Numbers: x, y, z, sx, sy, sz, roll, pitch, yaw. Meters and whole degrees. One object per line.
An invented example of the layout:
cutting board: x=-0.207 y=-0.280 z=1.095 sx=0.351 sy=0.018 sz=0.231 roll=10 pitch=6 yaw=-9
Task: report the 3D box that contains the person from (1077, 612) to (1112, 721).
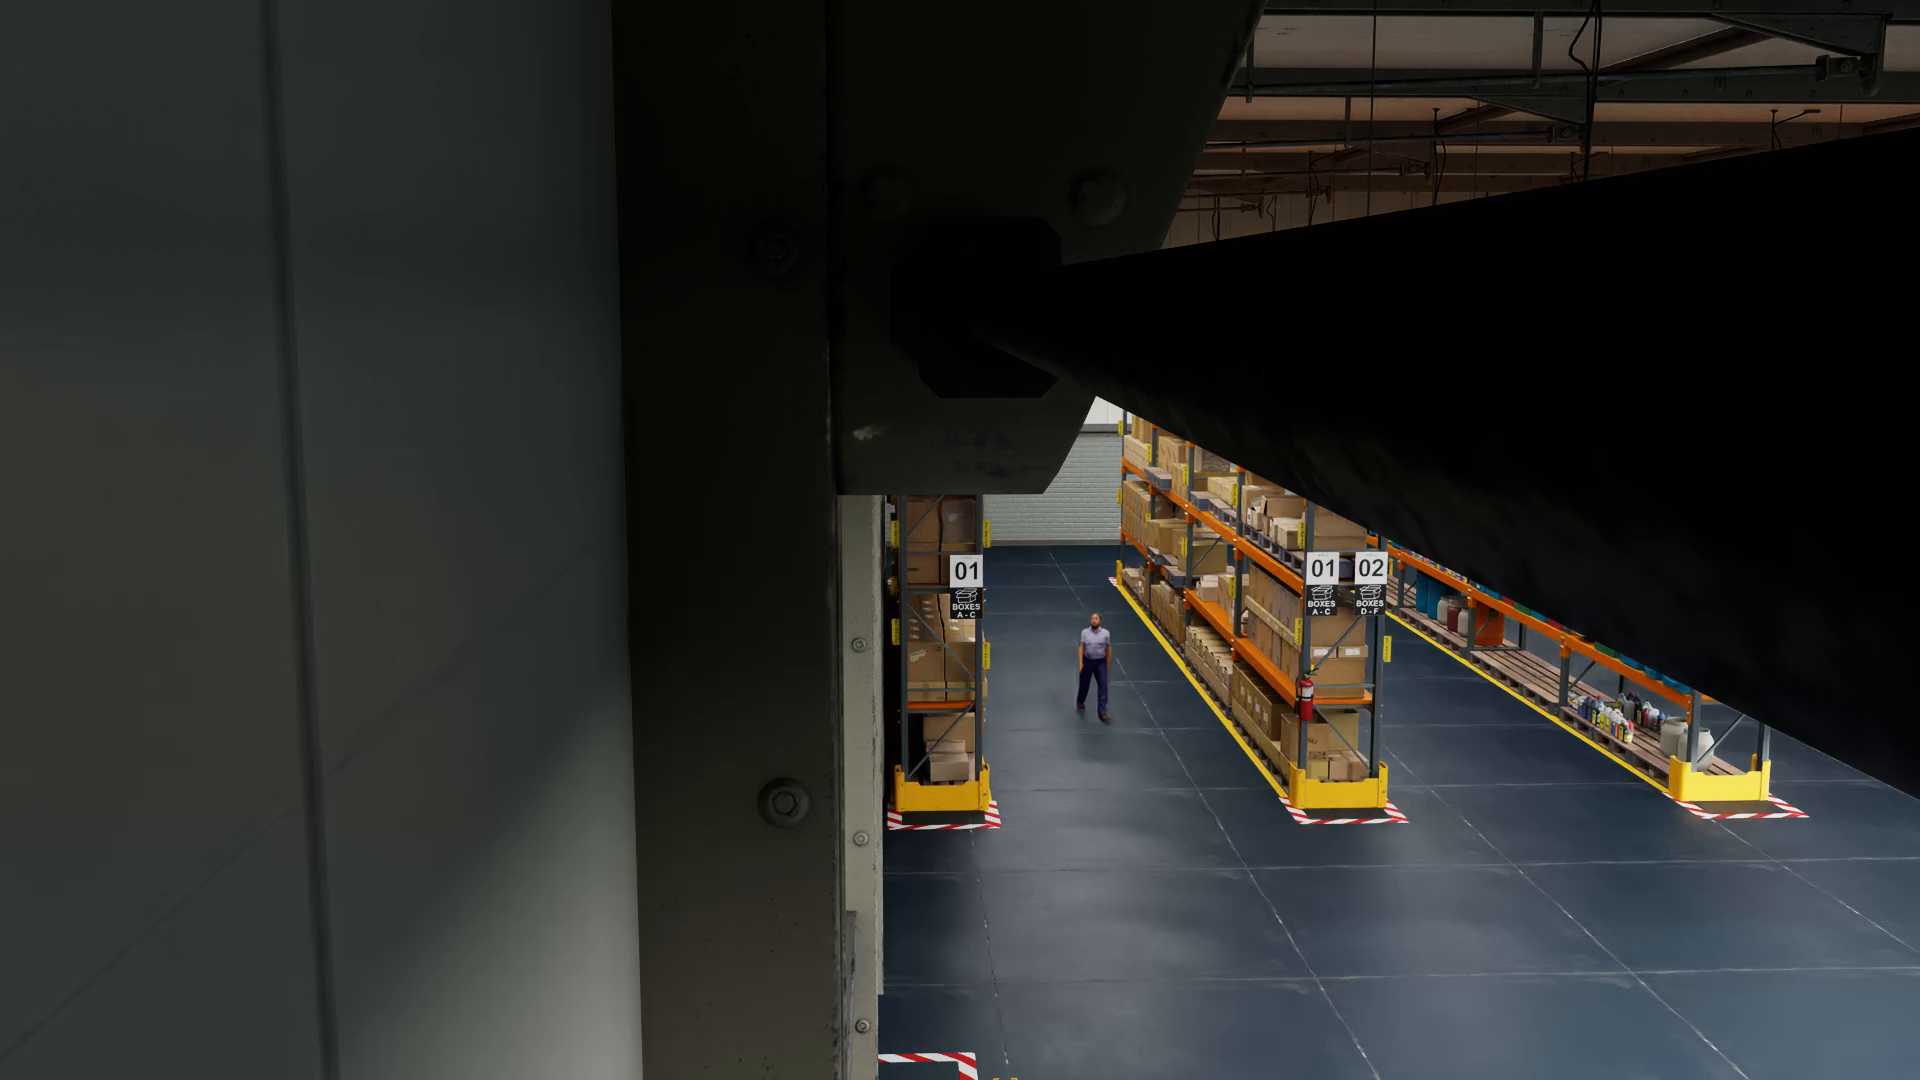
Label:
person: x=2.013 y=1.881 z=24.989 sx=0.548 sy=1.585 sz=0.978 roll=-1 pitch=9 yaw=-9
